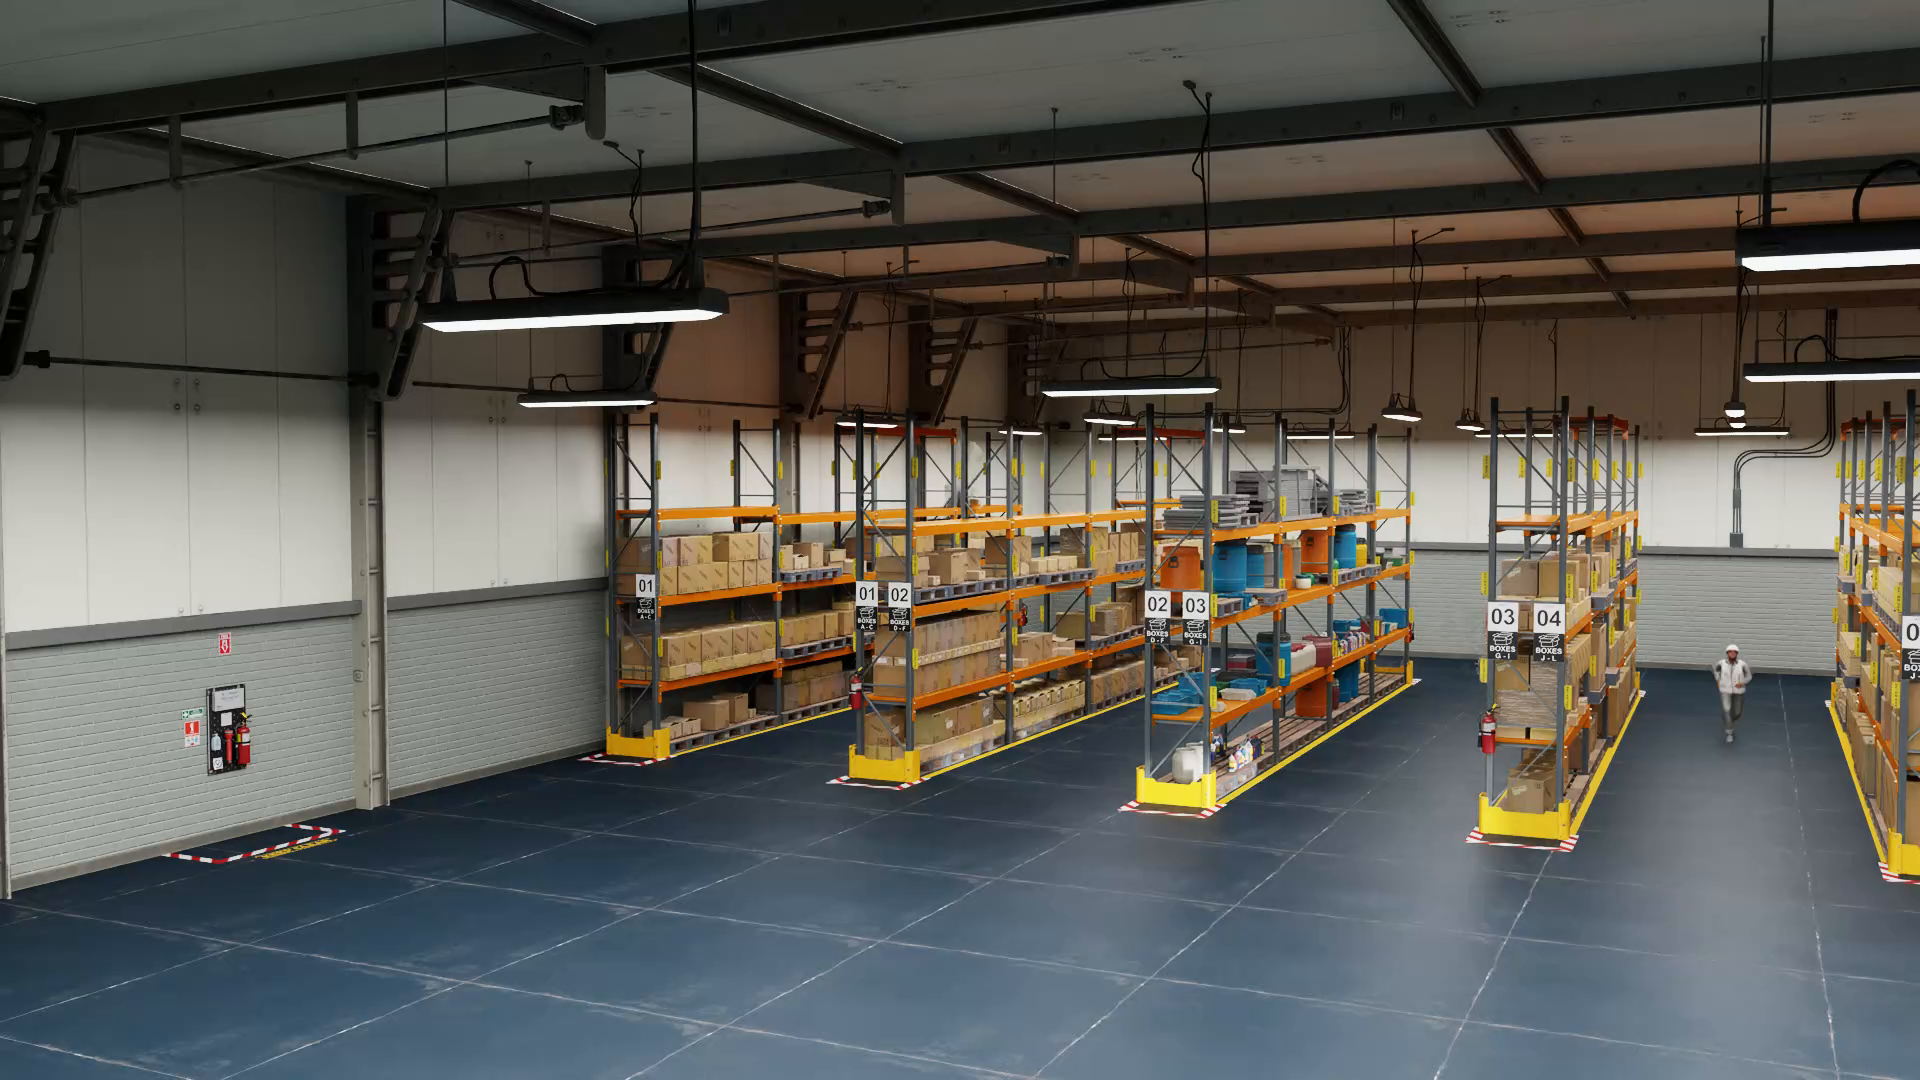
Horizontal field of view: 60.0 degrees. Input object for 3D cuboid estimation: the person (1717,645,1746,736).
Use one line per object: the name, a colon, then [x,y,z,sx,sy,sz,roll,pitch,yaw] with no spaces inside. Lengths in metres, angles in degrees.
person: [14.350,2.774,30.977,0.493,1.669,0.969,1,3,18]
